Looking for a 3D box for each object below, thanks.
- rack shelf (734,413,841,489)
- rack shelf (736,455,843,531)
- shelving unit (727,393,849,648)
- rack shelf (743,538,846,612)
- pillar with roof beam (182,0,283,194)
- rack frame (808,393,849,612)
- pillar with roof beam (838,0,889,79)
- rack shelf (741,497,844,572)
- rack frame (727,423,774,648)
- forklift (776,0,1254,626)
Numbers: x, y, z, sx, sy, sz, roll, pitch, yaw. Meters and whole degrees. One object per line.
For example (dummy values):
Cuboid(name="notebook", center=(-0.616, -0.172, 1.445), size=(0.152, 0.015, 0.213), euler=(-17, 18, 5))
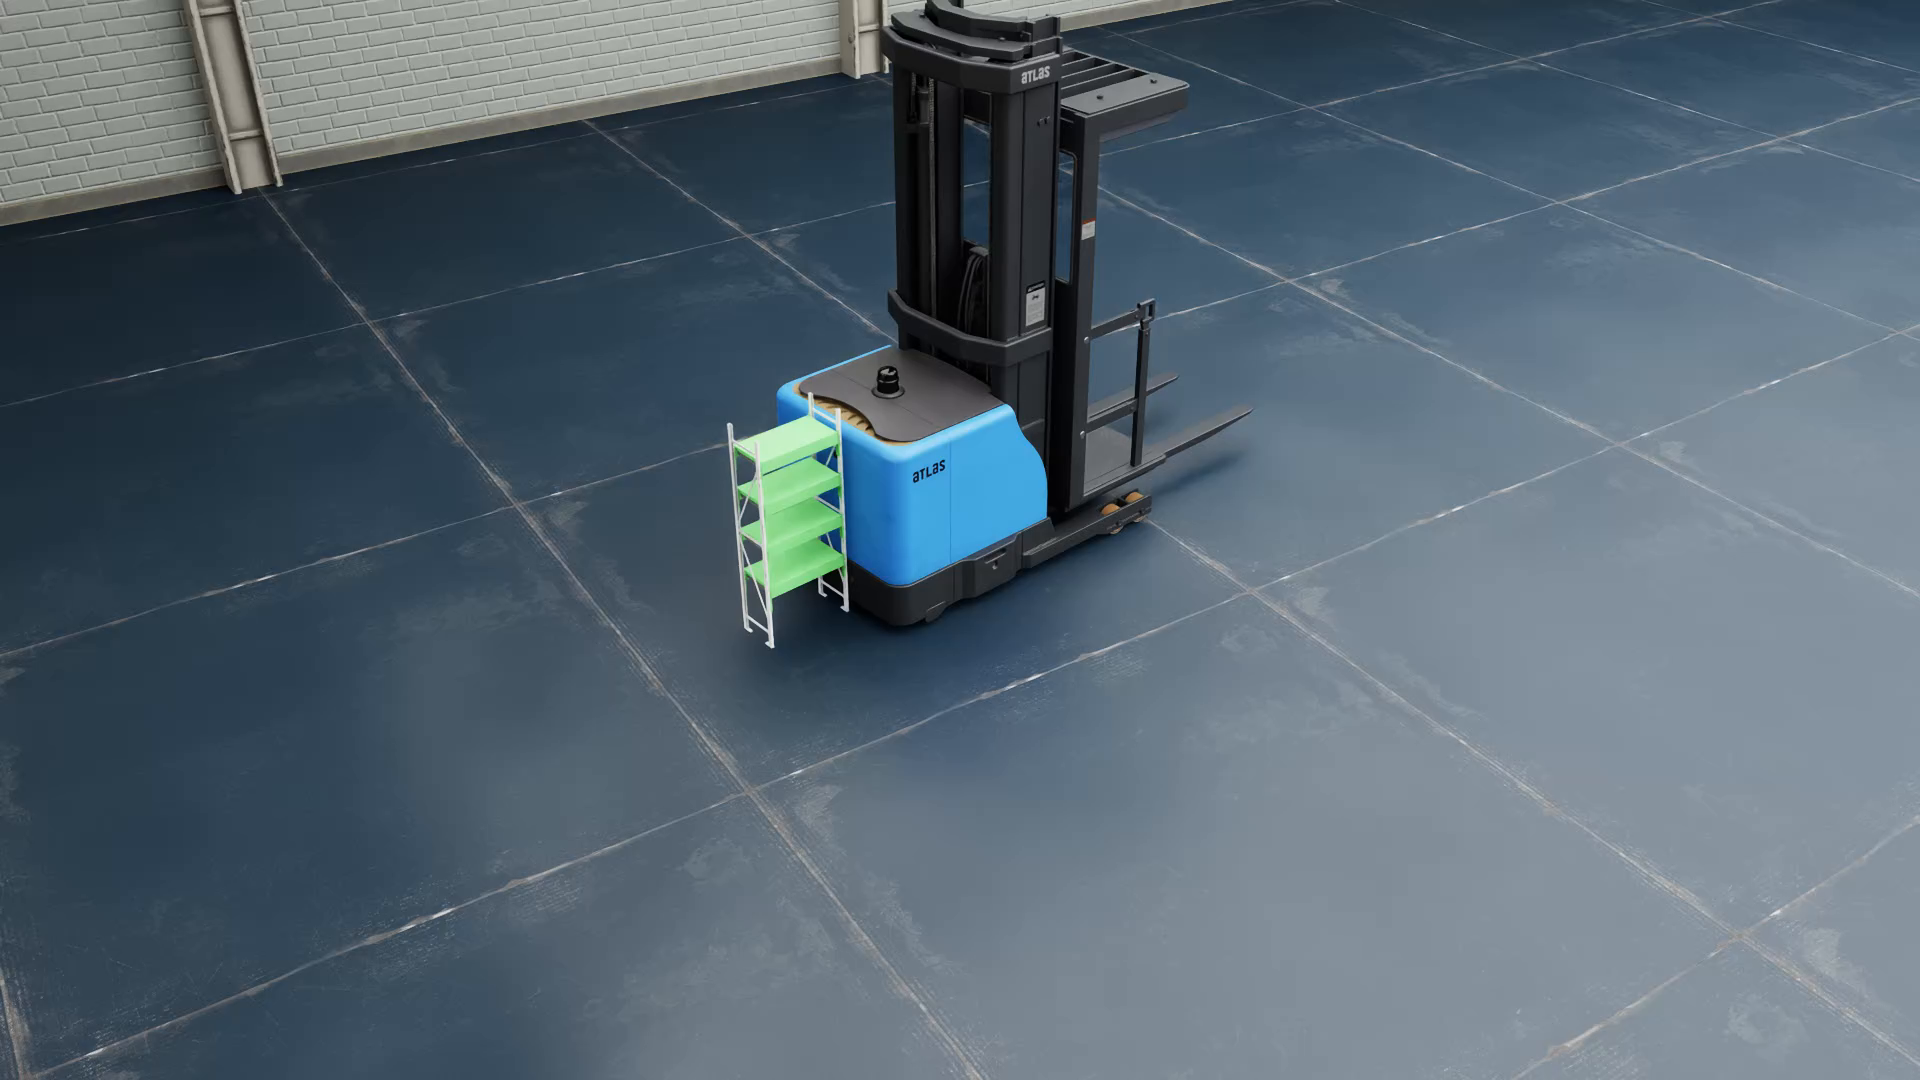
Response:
Cuboid(name="rack shelf", center=(-0.854, -0.443, 8.169), size=(0.480, 0.148, 0.258), euler=(-25, 40, -34))
Cuboid(name="rack shelf", center=(-0.854, -0.240, 8.297), size=(0.480, 0.148, 0.258), euler=(-25, 40, -34))
Cuboid(name="shelving unit", center=(-0.854, -0.091, 8.391), size=(0.503, 1.200, 0.258), euler=(-25, 40, -34))
Cuboid(name="rack shelf", center=(-0.854, 0.166, 8.553), size=(0.480, 0.148, 0.258), euler=(-25, 40, -34))
Cuboid(name="pillar with roof beam", center=(-3.678, -4.908, 8.717), size=(0.400, 9.000, 9.100), euler=(-19, 37, -27))
Cuboid(name="rack frame", center=(-0.672, -0.178, 8.529), size=(0.015, 1.200, 0.240), euler=(-25, 40, -34))
Cuboid(name="pillar with roof beam", center=(1.365, -6.642, 11.466), size=(0.400, 9.000, 9.100), euler=(-19, 37, -27))
Cuboid(name="rack shelf", center=(-0.854, -0.037, 8.425), size=(0.480, 0.148, 0.258), euler=(-25, 40, -34))
Cuboid(name="rack frame", center=(-1.036, -0.004, 8.254), size=(0.015, 1.200, 0.240), euler=(-25, 40, -34))
Cuboid(name="forklift", center=(0.464, -1.461, 8.941), size=(3.031, 2.935, 1.130), euler=(-26, 40, -34))
